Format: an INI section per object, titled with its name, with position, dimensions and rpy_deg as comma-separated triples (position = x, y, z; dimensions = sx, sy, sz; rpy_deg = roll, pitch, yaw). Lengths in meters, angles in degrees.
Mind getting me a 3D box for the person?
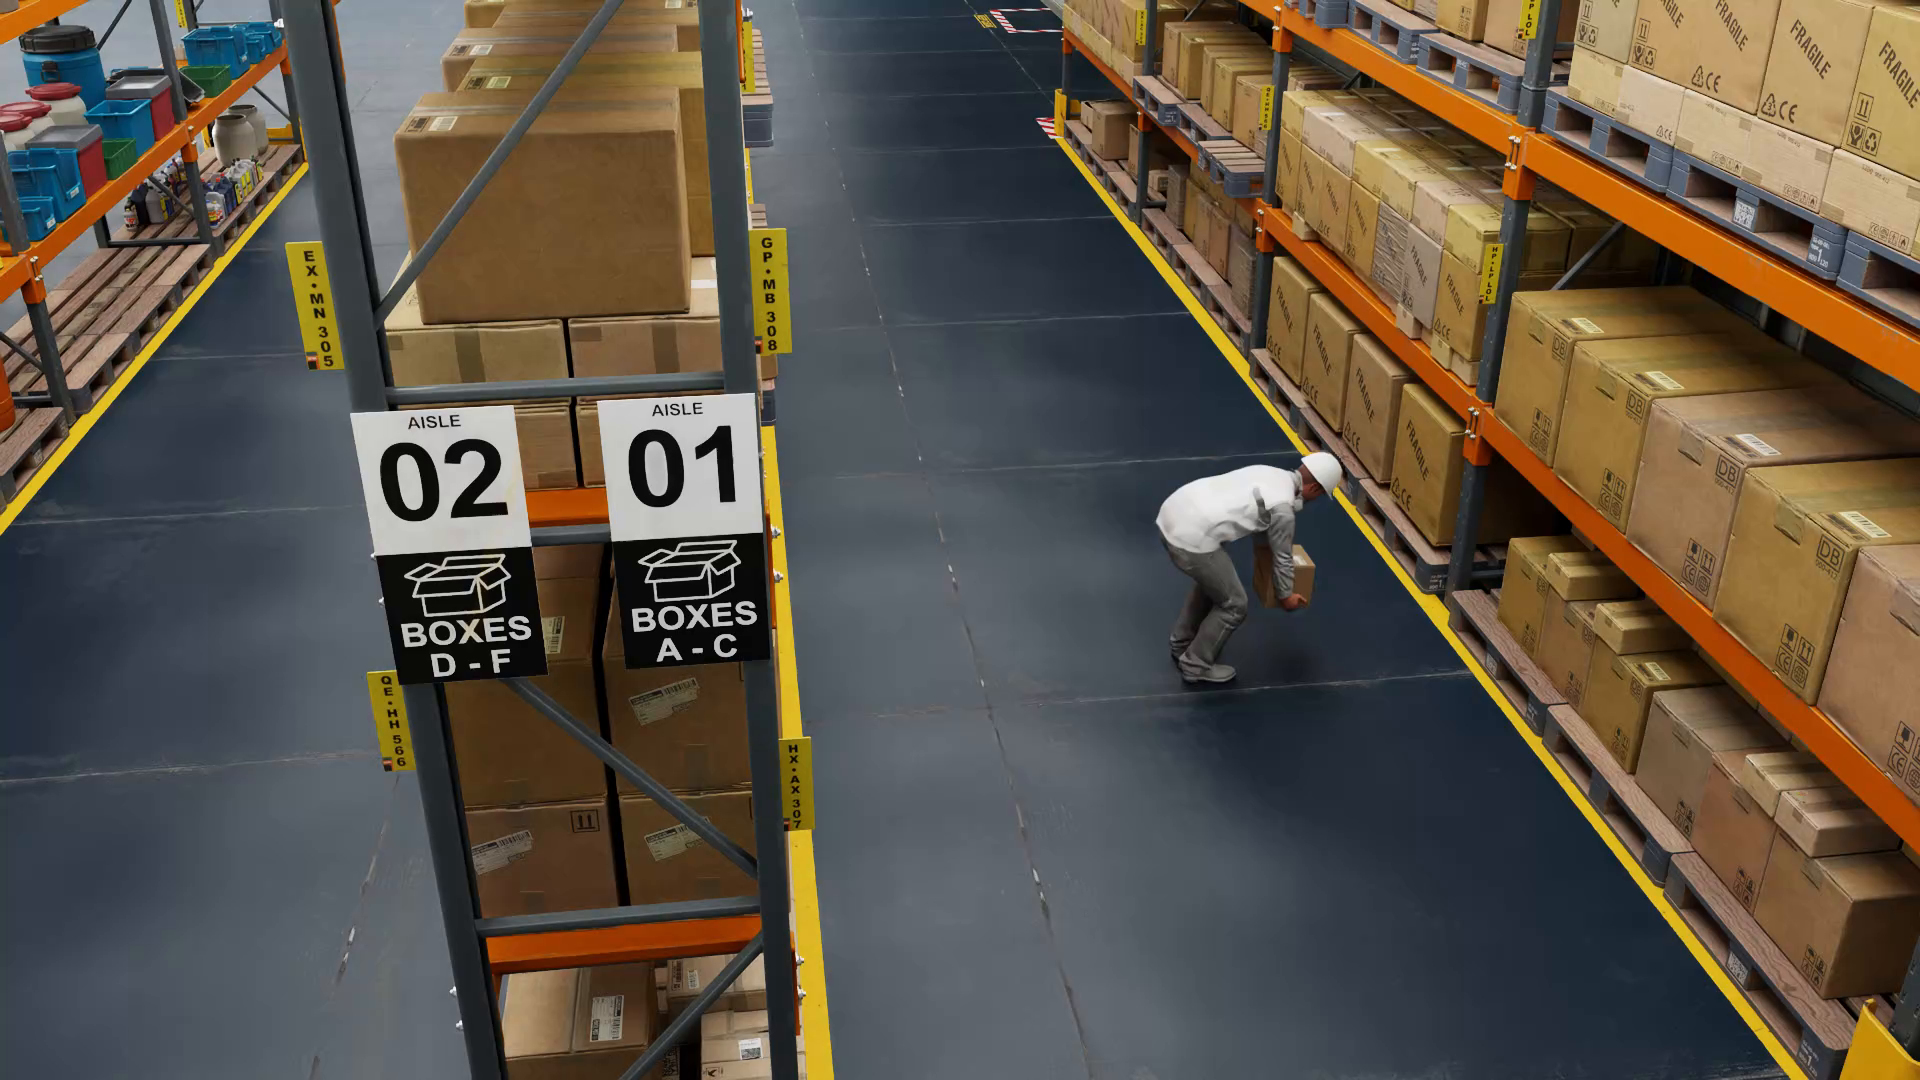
[person]
position = 1.537, 0.128, 8.938
dimensions = 0.974, 1.228, 0.483
rpy_deg = -5, 27, -9
